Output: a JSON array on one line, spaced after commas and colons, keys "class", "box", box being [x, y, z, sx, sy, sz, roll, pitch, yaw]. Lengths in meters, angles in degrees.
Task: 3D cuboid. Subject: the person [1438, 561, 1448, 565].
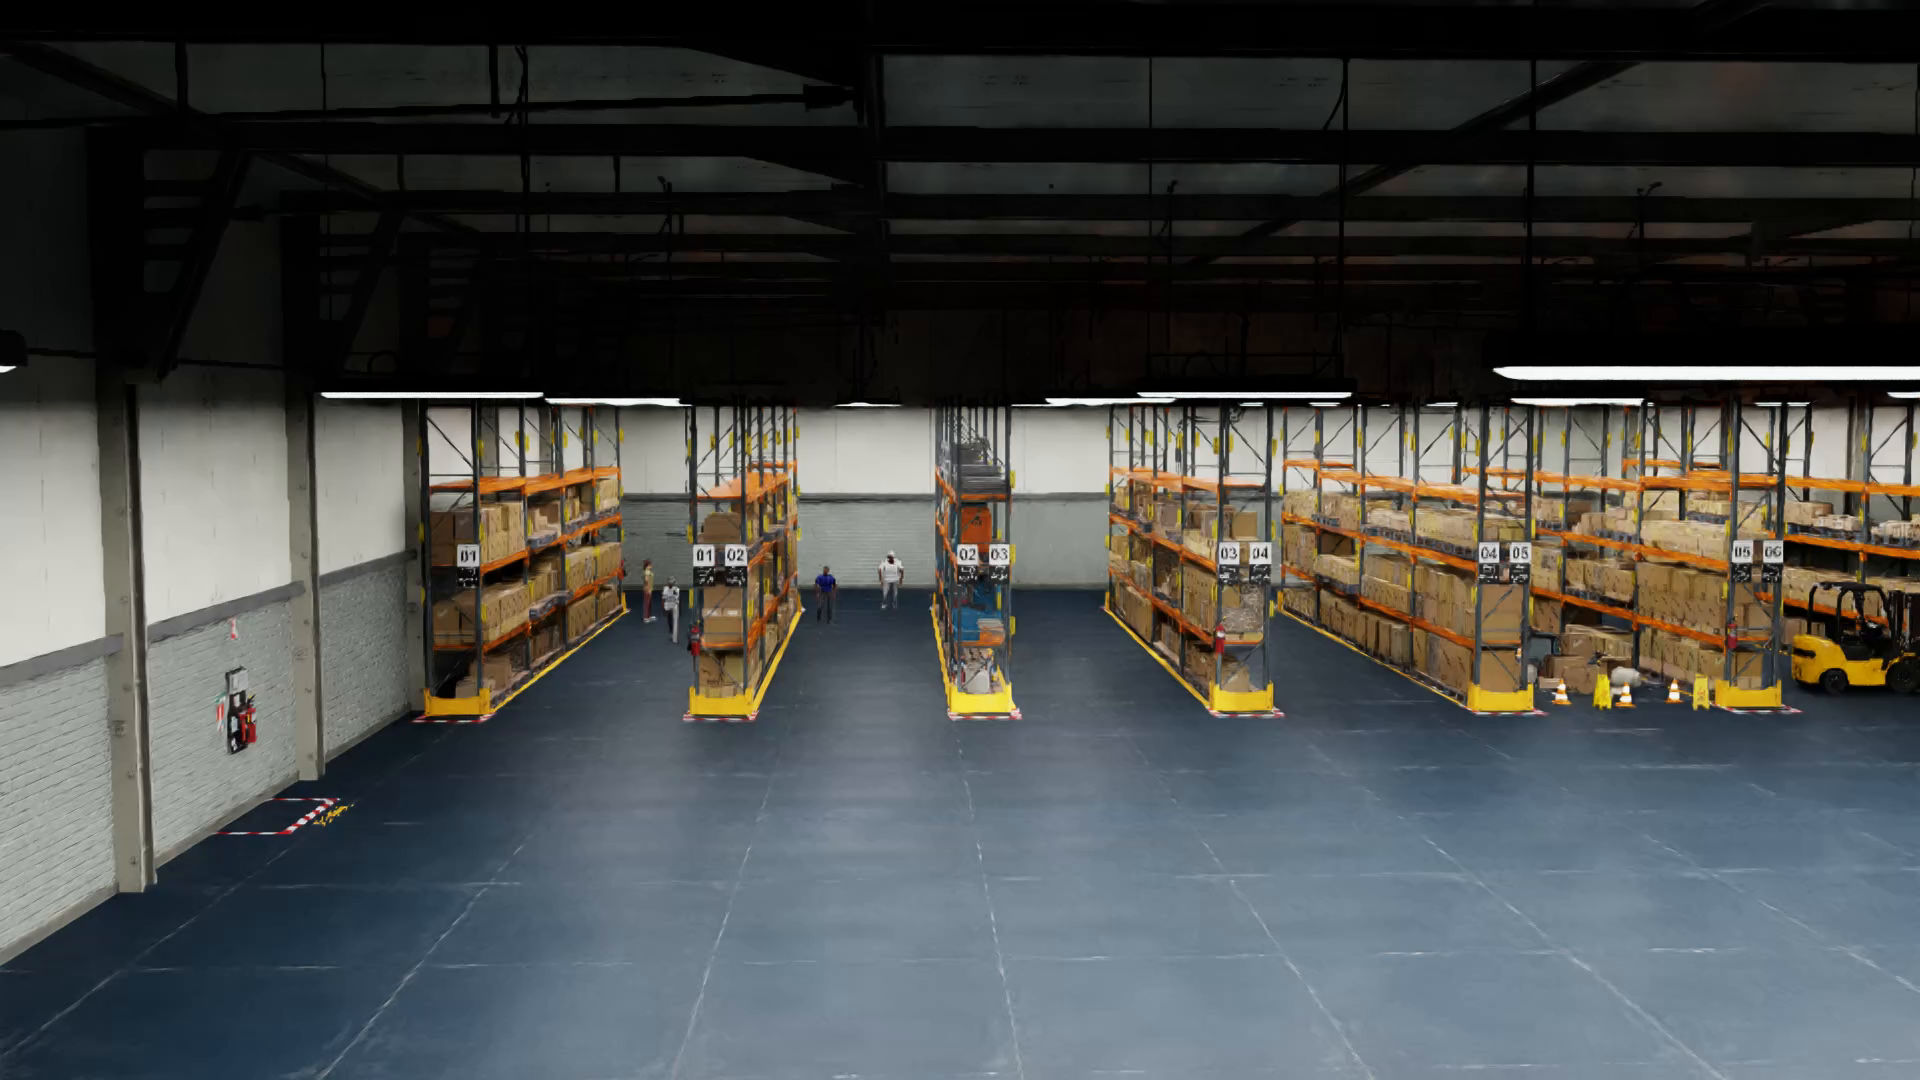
[{"class": "person", "box": [12.688, 1.381, 43.815, 0.587, 1.763, 0.677, 2, 5, 19]}]

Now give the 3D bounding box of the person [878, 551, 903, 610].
[{"class": "person", "box": [-1.973, 1.146, 47.406, 0.719, 1.714, 0.578, 0, 5, -4]}]

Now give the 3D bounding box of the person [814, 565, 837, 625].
[{"class": "person", "box": [-3.574, 1.455, 44.173, 0.592, 1.604, 0.518, 0, 5, -6]}]

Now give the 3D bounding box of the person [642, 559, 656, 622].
[{"class": "person", "box": [-8.374, 1.345, 44.761, 0.385, 1.678, 0.590, -1, 5, -11]}]

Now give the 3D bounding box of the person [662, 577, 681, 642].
[{"class": "person", "box": [-7.126, 1.683, 41.046, 0.456, 1.589, 1.088, 0, 4, 0]}]
